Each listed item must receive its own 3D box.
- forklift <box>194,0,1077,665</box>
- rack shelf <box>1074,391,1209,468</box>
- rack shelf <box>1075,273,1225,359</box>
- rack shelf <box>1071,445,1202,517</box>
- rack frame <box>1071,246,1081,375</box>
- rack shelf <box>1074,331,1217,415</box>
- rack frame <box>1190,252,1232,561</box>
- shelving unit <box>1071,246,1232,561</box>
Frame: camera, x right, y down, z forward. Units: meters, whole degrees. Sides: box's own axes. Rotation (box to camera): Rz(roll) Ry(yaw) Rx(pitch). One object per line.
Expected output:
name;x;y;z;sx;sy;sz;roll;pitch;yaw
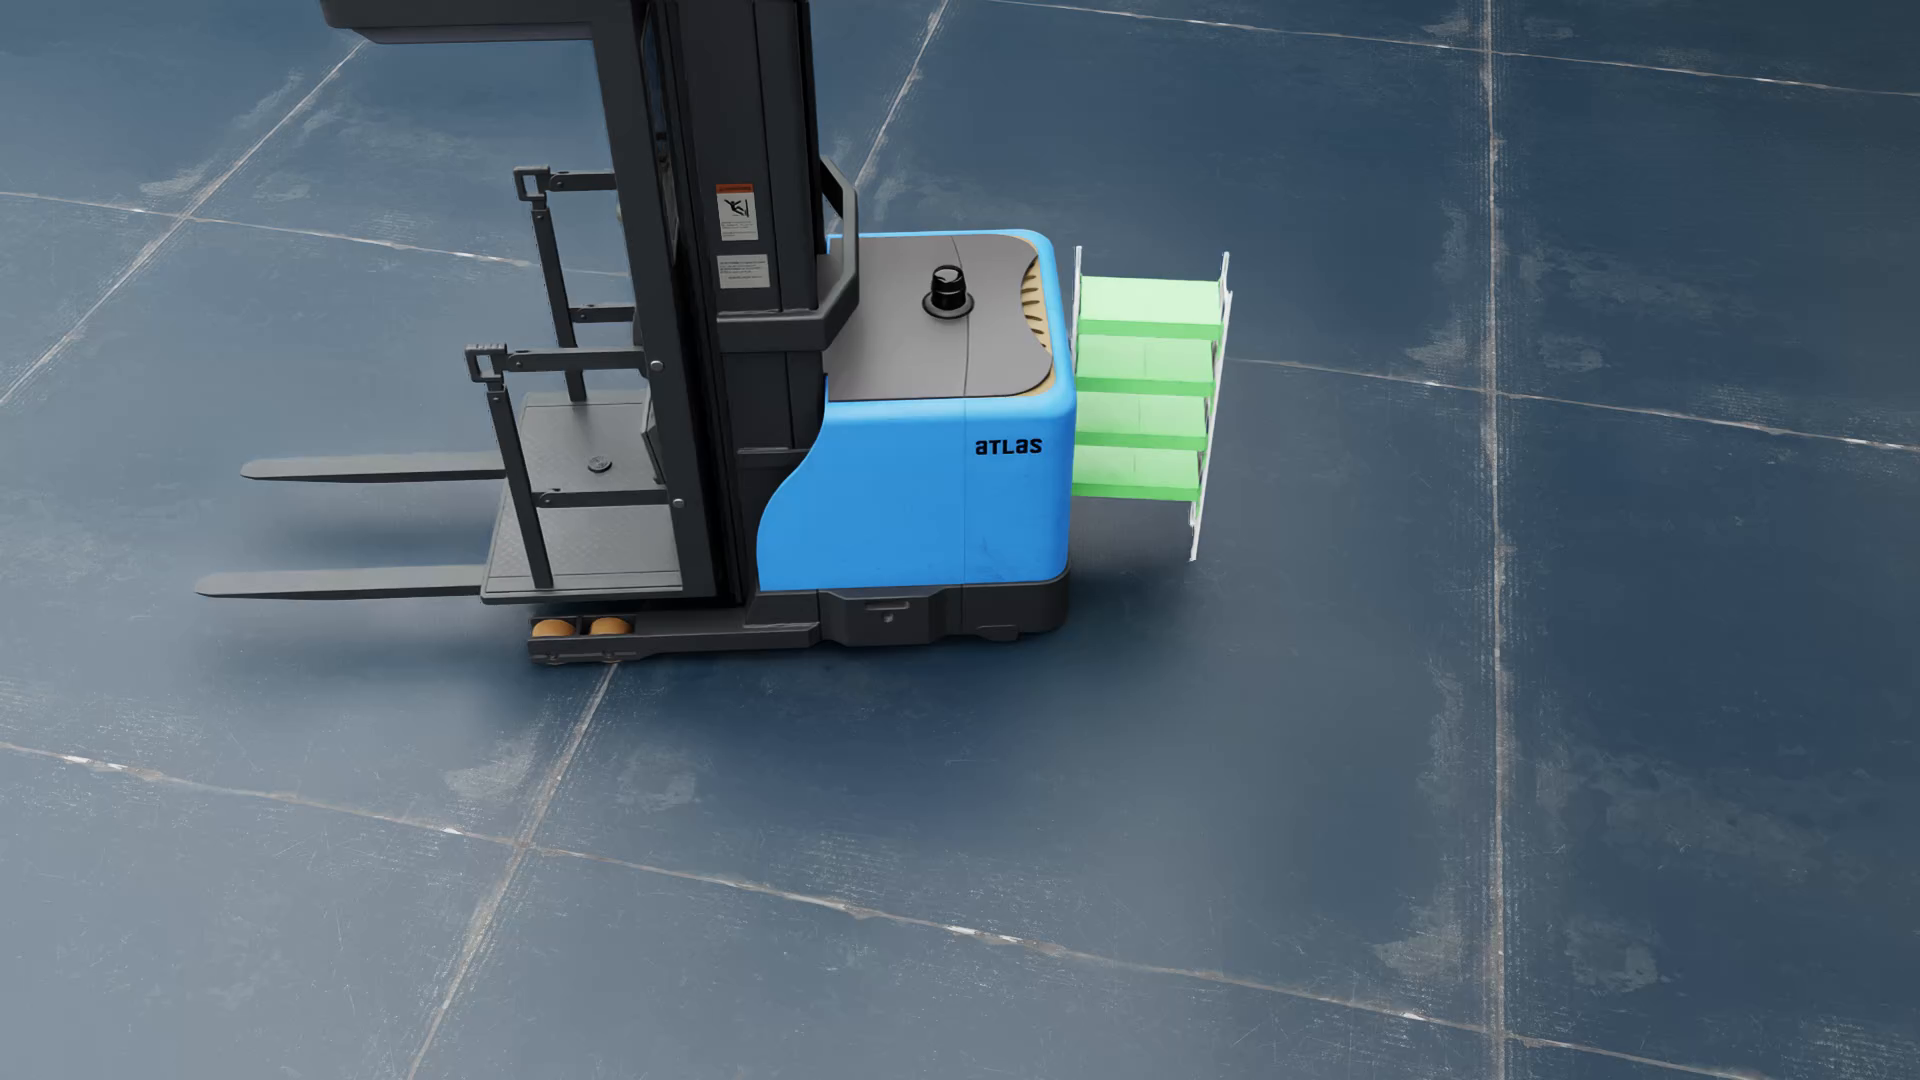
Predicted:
forklift;-1.153;-0.998;5.174;3.031;2.935;1.130;-2;44;-2
rack shelf;0.632;-0.405;5.898;0.480;0.148;0.258;3;44;3
rack shelf;0.632;-0.751;5.565;0.480;0.148;0.258;3;44;3
rack shelf;0.632;-0.232;6.064;0.480;0.148;0.258;3;44;3
rack frame;0.388;-0.463;5.866;0.015;1.200;0.240;3;44;3
rack shelf;0.632;-0.578;5.731;0.480;0.148;0.258;3;44;3
rack frame;0.875;-0.439;5.841;0.015;1.200;0.240;3;44;3
shelving unit;0.632;-0.451;5.853;0.503;1.200;0.258;3;44;3
